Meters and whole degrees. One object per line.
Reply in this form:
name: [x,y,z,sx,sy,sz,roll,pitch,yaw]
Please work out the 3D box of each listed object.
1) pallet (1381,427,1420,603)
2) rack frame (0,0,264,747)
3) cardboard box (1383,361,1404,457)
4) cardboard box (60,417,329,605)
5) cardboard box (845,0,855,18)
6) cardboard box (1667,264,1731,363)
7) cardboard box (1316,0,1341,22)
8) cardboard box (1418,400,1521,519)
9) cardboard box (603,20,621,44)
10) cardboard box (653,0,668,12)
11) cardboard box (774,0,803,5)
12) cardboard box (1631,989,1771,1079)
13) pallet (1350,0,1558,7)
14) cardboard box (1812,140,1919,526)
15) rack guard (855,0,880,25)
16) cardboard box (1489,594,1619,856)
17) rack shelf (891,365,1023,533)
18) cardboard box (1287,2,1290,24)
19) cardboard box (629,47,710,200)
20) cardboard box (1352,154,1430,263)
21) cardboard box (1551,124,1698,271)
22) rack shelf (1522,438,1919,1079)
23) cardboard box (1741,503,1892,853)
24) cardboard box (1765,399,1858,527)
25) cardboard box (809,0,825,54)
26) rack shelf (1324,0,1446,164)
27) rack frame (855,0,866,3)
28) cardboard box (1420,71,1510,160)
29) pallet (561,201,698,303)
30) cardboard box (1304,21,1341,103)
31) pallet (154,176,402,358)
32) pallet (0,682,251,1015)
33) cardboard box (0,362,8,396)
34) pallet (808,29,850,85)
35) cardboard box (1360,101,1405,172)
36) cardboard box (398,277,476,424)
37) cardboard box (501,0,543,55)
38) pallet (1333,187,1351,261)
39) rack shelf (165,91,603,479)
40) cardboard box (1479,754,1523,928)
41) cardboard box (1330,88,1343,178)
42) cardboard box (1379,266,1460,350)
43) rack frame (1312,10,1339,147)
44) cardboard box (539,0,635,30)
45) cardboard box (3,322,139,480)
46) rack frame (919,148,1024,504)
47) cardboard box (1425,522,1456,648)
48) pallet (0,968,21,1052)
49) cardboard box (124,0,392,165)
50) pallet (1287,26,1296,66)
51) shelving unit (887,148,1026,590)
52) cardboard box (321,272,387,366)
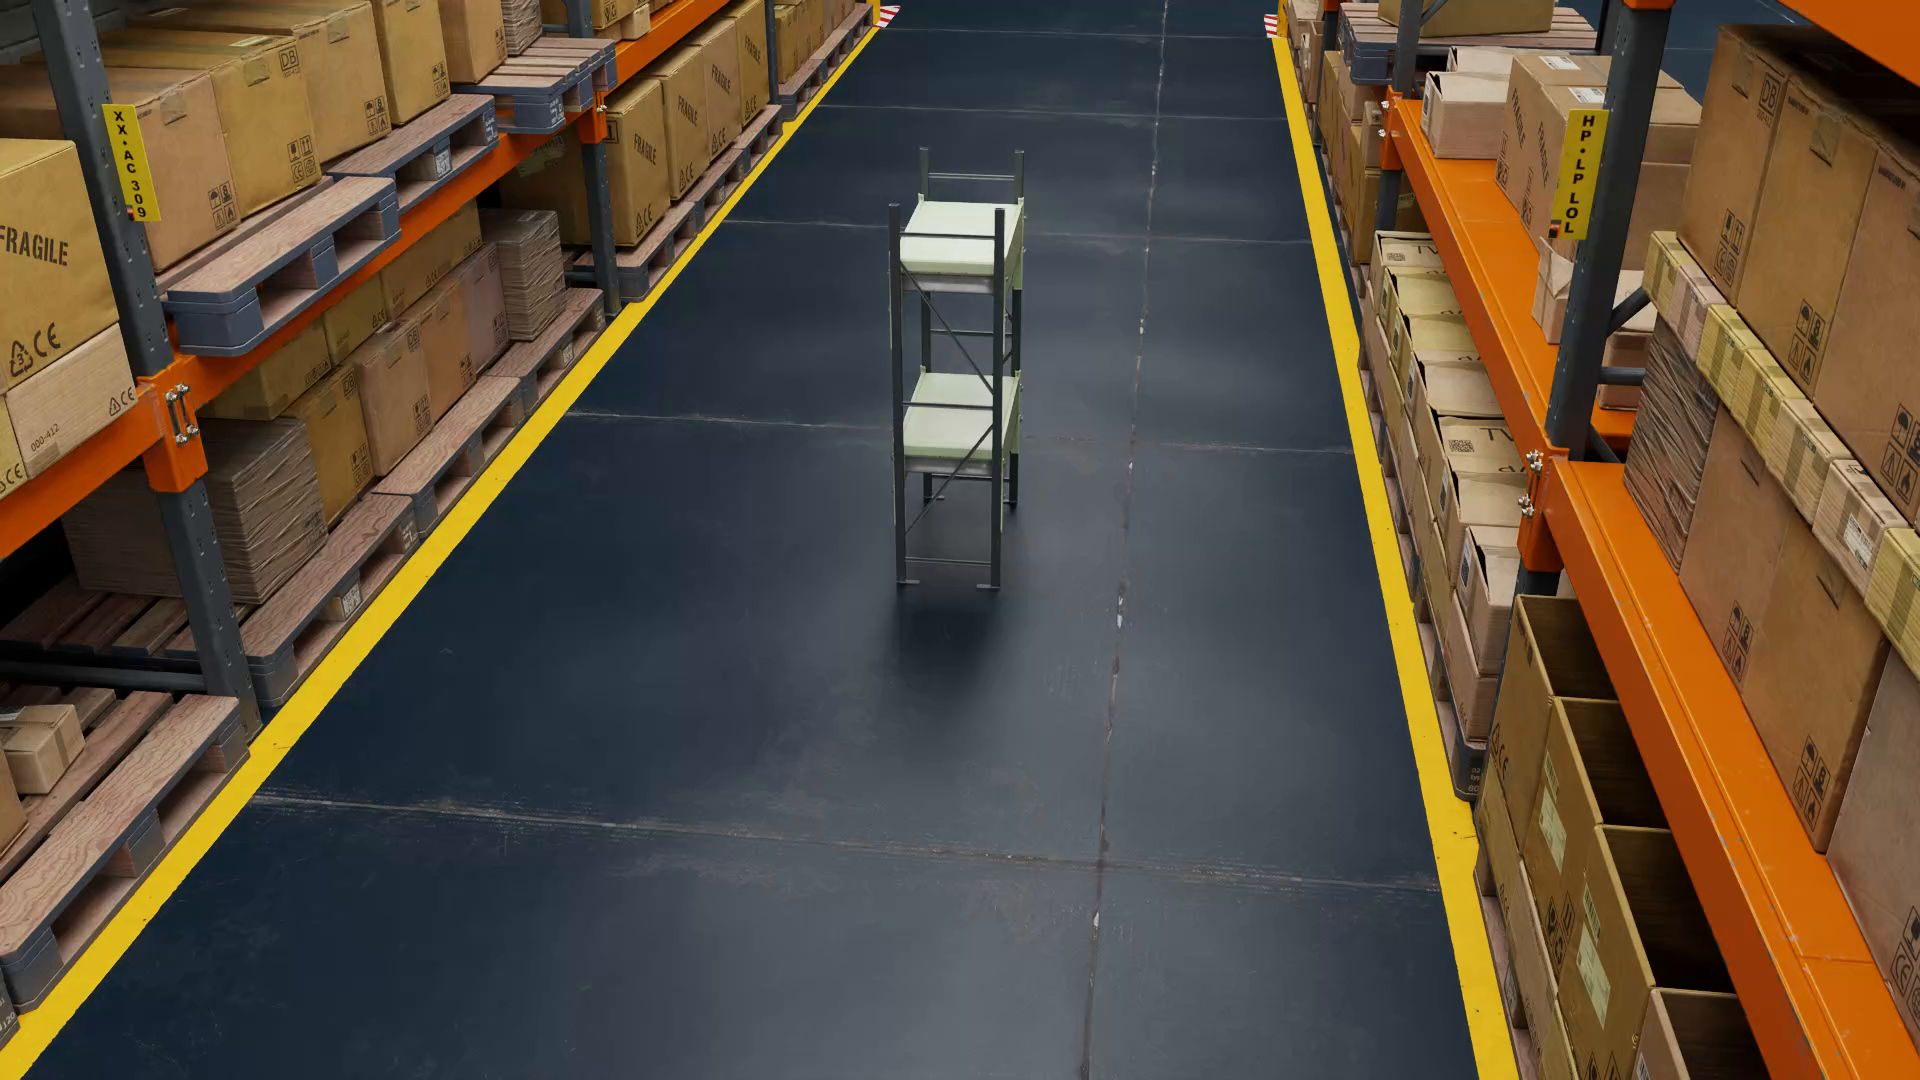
pallet: [2.277,-0.101,6.715,1.003,0.211,1.213,3,28,6]
rack frame: [-2.839,-0.690,4.868,1.000,3.000,0.127,3,28,6]
cardboard box: [2.094,-0.550,7.064,0.500,0.250,0.500,3,28,5]
cardboard box: [-2.765,-0.130,6.001,0.700,0.500,0.500,4,29,8]
cardboard box: [-1.355,-5.087,15.223,0.700,0.500,0.500,3,28,6]
cardboard box: [1.822,-0.500,3.726,0.380,0.149,0.250,4,29,7]
cardboard box: [3.283,-4.149,13.456,0.797,0.503,0.637,3,28,6]
cardboard box: [1.964,-0.312,6.032,0.500,0.311,0.500,3,28,6]
cardboard box: [-2.039,-2.730,8.899,0.380,0.149,0.250,4,29,7]
cardboard box: [-1.948,-3.220,9.807,0.380,0.149,0.250,4,29,7]
cardboard box: [-1.442,-4.322,13.119,0.380,0.149,0.250,4,29,8]
cardboard box: [1.529,1.198,3.029,0.500,0.500,0.500,3,28,6]
pallet: [2.802,-3.118,9.577,1.003,0.211,1.213,3,28,6]
cardboard box: [1.907,-0.336,2.738,0.700,0.500,0.500,3,28,6]
rack guard: [-1.365,-5.249,15.966,1.175,0.500,0.348,3,28,6]
cardboard box: [1.711,0.492,4.340,0.500,0.500,0.500,3,28,6]
rack shelf: [-0.001,-0.370,6.543,0.431,0.370,0.720,3,28,6]
cardboard box: [3.125,-4.704,14.842,0.380,0.166,0.250,3,28,6]
cardboard box: [-2.015,-2.562,10.166,0.750,0.750,0.750,3,28,6]
cardboard box: [2.450,-1.834,9.162,0.500,0.500,0.500,4,29,8]
cardboard box: [2.253,-1.056,5.442,0.500,0.500,0.500,5,29,10]
rack shelf: [1.833,0.855,2.760,1.077,0.370,4.000,3,28,6]
cardboard box: [1.906,0.246,3.025,0.700,0.500,0.500,4,29,7]
cardboard box: [1.729,-0.137,3.052,0.380,0.149,0.250,2,28,5]
cardboard box: [-1.535,-4.364,13.880,0.700,0.500,0.500,4,29,7]
rack shelf: [2.813,-2.911,9.750,1.077,0.370,4.000,3,28,6]
rack frame: [-1.368,-6.338,15.352,1.000,3.000,0.127,3,28,6]
cardboard box: [2.266,-1.837,7.092,0.500,0.311,0.500,3,28,6]
pallet: [-2.177,-1.712,9.705,1.003,0.211,1.213,3,28,6]
cardboard box: [2.847,-3.547,12.343,0.500,0.500,0.500,3,28,6]
pallet: [-2.601,-0.957,5.565,1.003,0.211,1.213,3,28,6]
pallet: [-2.886,0.856,4.938,1.003,0.211,1.213,3,28,6]
cardboard box: [-2.645,-0.487,3.837,0.500,0.500,0.500,3,28,6]
pallet: [-1.541,-4.157,14.244,1.003,0.211,1.213,3,28,6]
cardboard box: [2.453,-2.190,9.034,0.500,0.250,0.500,4,29,8]
cardboard box: [-2.596,-0.853,7.342,0.700,0.500,0.500,3,28,6]
cardboard box: [-2.396,-2.588,7.823,0.700,0.500,0.500,0,28,0]
pallet: [2.849,-1.981,10.204,1.003,0.211,1.213,3,28,6]
rack shelf: [-2.594,-1.314,6.786,1.077,0.370,4.000,3,28,6]
cardboard box: [1.720,0.823,4.517,0.500,0.250,0.500,3,28,6]
cardboard box: [2.634,-2.562,10.515,0.500,0.500,0.500,4,29,7]
cardboard box: [2.157,-1.030,7.365,0.500,0.311,0.500,3,28,5]
rack frame: [3.058,-4.169,11.326,1.000,3.000,0.127,3,28,6]
cardboard box: [-2.035,-2.970,8.660,0.500,0.500,0.500,4,29,8]
cardboard box: [-2.596,-0.392,4.452,0.500,0.250,0.500,3,29,6]
rack frame: [0.044,-0.829,6.708,0.400,1.500,0.023,3,28,6]
cardboard box: [1.905,0.172,5.724,0.500,0.250,0.500,3,28,5]
pallet: [-3.033,1.432,3.869,1.003,0.211,1.213,3,28,6]
cardboard box: [-2.617,-1.739,6.247,0.700,0.500,0.500,7,29,13]
pallet: [3.442,-4.413,14.720,1.003,0.211,1.213,3,28,6]
shelving unit: [-0.001,-0.657,6.388,0.431,1.500,0.755,3,28,6]
cardboard box: [-2.654,-0.913,6.663,0.500,0.250,0.500,3,28,5]
